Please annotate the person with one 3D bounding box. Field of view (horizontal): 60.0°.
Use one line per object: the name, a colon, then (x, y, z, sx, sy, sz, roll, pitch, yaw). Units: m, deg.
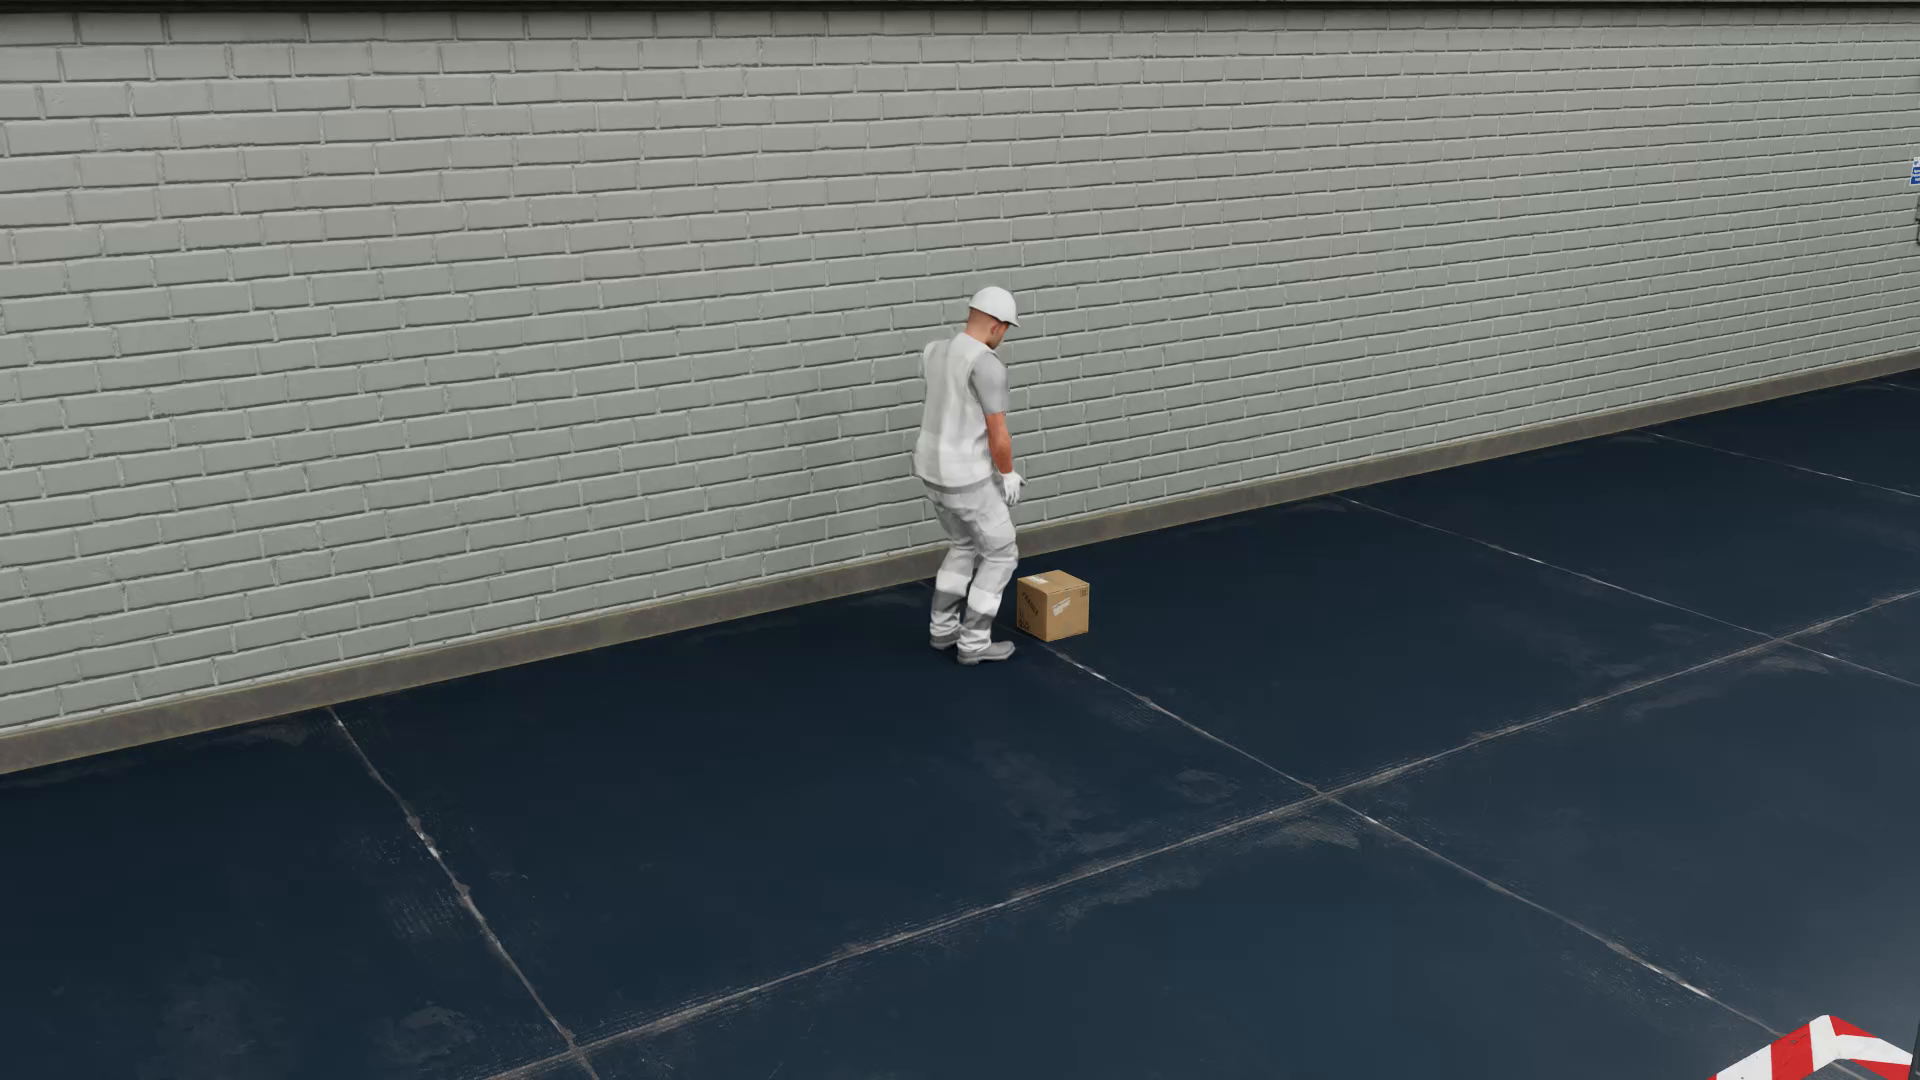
person: (0.049, -0.301, 7.599, 0.517, 1.698, 0.554, -11, 21, -30)
